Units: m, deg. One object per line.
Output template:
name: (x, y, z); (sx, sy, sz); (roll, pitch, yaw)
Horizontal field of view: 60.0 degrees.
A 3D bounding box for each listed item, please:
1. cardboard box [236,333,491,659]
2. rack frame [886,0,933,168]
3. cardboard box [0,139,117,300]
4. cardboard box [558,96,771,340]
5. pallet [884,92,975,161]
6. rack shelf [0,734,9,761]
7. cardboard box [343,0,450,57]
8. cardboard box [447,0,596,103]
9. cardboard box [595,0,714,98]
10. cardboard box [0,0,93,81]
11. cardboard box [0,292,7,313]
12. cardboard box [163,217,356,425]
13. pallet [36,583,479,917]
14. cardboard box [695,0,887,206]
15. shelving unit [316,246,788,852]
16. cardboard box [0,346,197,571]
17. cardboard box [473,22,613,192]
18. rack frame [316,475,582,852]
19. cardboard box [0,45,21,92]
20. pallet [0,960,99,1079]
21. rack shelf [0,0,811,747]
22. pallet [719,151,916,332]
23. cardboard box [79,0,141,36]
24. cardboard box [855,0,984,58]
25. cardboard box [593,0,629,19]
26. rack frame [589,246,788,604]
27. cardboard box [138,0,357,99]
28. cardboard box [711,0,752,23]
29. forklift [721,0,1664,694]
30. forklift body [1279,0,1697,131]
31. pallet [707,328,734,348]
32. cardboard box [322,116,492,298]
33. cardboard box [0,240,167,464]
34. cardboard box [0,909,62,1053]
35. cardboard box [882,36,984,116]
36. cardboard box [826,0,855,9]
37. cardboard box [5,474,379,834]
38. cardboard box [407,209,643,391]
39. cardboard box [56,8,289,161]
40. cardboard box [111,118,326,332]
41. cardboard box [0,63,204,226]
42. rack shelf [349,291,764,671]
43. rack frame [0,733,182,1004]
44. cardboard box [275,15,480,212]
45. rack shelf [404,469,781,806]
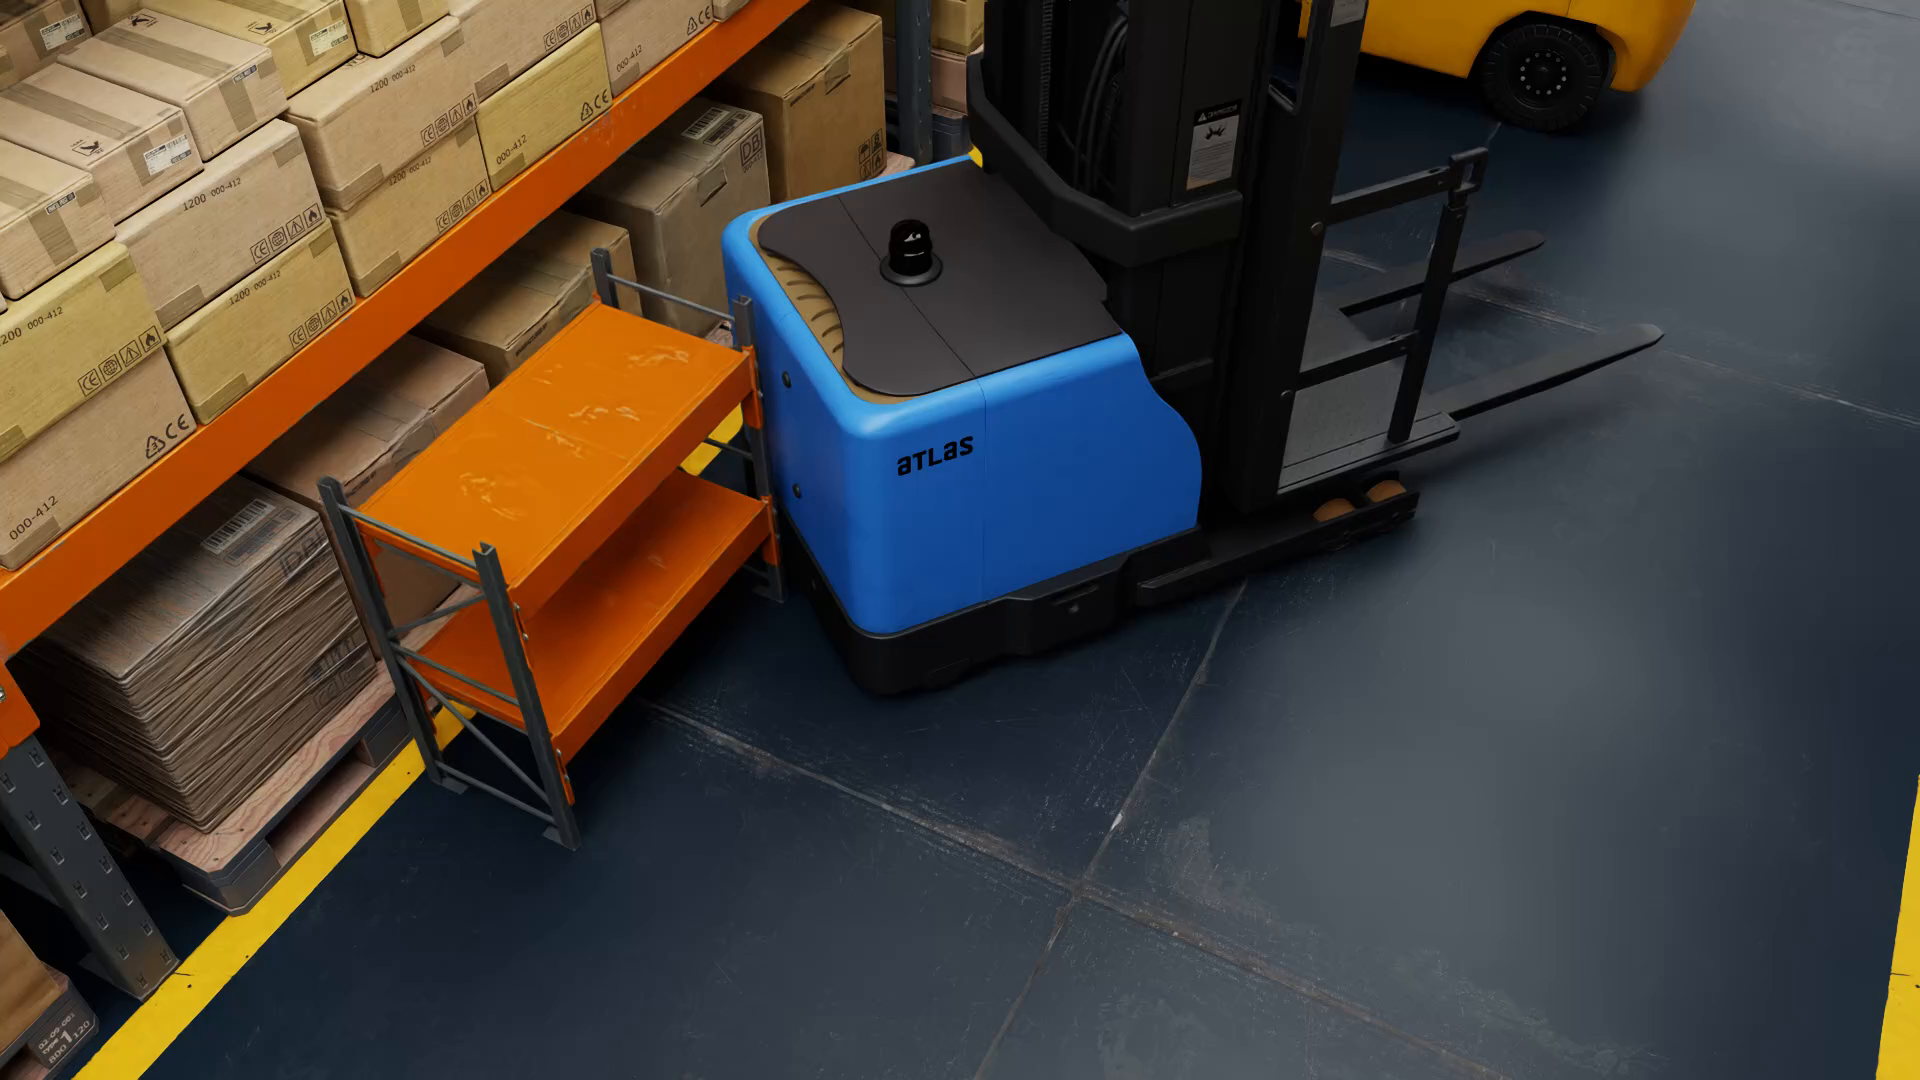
cardboard box: (-1.836, -0.227, 4.740); (0.875, 0.625, 0.625); (22, 49, 20)
rack frame: (-0.577, -2.632, 5.742); (1.000, 3.000, 0.127); (20, 49, 19)
cardboard box: (-1.902, -0.647, 3.254); (0.380, 0.149, 0.250); (21, 49, 20)
cardboard box: (-1.176, -1.126, 5.628); (0.875, 0.625, 0.625); (20, 49, 19)
pallet: (-0.171, -2.139, 7.215); (1.003, 0.211, 1.213); (20, 49, 19)
rack shelf: (-3.362, 1.401, 2.262); (1.077, 0.370, 4.000); (20, 49, 19)
cardboard box: (-1.435, -1.295, 3.894); (0.380, 0.149, 0.250); (21, 49, 20)
cardboard box: (-1.304, -1.403, 4.281); (0.500, 0.250, 0.500); (21, 49, 20)
cardboard box: (-1.065, -1.554, 4.782); (0.500, 0.250, 0.500); (21, 49, 19)
cardboard box: (-2.213, -1.169, 3.770); (0.380, 0.149, 0.250); (20, 49, 18)
cardboard box: (-2.025, -0.478, 3.087); (0.380, 0.149, 0.250); (22, 49, 20)
cardboard box: (-1.774, -0.573, 3.813); (0.500, 0.250, 0.500); (19, 48, 18)
pallet: (-2.017, 0.363, 4.743); (1.003, 0.211, 1.213); (20, 49, 19)
cardboard box: (-0.809, -1.612, 6.109); (0.875, 0.625, 0.625); (23, 50, 21)
shelving unit: (-0.998, 0.022, 4.432); (0.538, 1.125, 1.048); (21, 49, 20)
cardboard box: (-2.011, -0.258, 3.501); (0.500, 0.250, 0.500); (21, 49, 19)
cardboard box: (-1.298, -1.226, 4.458); (0.500, 0.250, 0.500); (22, 49, 20)
rack frame: (-1.240, 0.339, 4.118); (0.500, 1.125, 0.032); (21, 49, 20)
cardboard box: (-2.265, -0.991, 3.594); (0.380, 0.149, 0.250); (20, 49, 19)
pallet: (-2.814, 1.326, 3.791); (1.003, 0.211, 1.213); (20, 49, 19)
rack shelf: (-1.505, -1.119, 4.752); (1.077, 0.370, 4.000); (20, 49, 19)
pallet: (-0.885, -1.174, 6.262); (1.003, 0.211, 1.213); (20, 49, 19)
cardboard box: (-2.023, -1.308, 3.907); (0.380, 0.149, 0.250); (20, 49, 19)
cardboard box: (-0.079, -2.191, 6.593); (0.500, 0.250, 0.500); (20, 49, 19)
cardboard box: (-1.053, -1.714, 4.589); (0.500, 0.250, 0.500); (21, 49, 20)
rack frame: (-0.755, -0.295, 4.747); (0.500, 1.125, 0.032); (21, 49, 20)
cardboard box: (-1.605, -1.154, 3.756); (0.380, 0.149, 0.250); (21, 49, 19)
cardboard box: (-0.808, -1.856, 5.081); (0.500, 0.250, 0.500); (20, 49, 19)
forklift: (0.876, -1.318, 4.492); (3.031, 2.935, 1.130); (-19, 48, -18)
forklift body: (2.015, -3.056, 6.758); (2.313, 2.155, 1.214); (20, 49, 19)
pallet: (-1.450, -0.403, 5.500); (1.003, 0.211, 1.213); (20, 49, 19)
cardboard box: (-1.541, -0.900, 4.136); (0.500, 0.250, 0.500); (19, 48, 18)
cardboard box: (-1.989, -0.425, 3.315); (0.500, 0.250, 0.500); (20, 49, 19)
cardboard box: (-2.440, 0.957, 3.658); (0.500, 0.500, 0.500); (22, 49, 20)
cardboard box: (-0.059, -2.008, 6.764); (0.500, 0.250, 0.500); (21, 49, 19)
cardboard box: (-0.533, -2.363, 6.763); (0.500, 0.250, 0.500); (19, 48, 18)
cardboard box: (-2.132, 0.187, 4.330); (0.875, 0.625, 0.625); (22, 49, 20)
cardboard box: (-1.524, -0.651, 5.159); (0.875, 0.625, 0.625); (19, 48, 17)
cardboard box: (-1.696, -0.986, 3.589); (0.380, 0.149, 0.250); (21, 49, 19)
cardboard box: (-1.778, -0.749, 3.635); (0.500, 0.250, 0.500); (22, 49, 20)
cardboard box: (-1.806, -0.817, 3.422); (0.380, 0.149, 0.250); (22, 49, 20)
rack shelf: (-1.000, -0.185, 4.225); (0.538, 0.278, 1.000); (21, 49, 20)
rack frame: (-2.434, -0.112, 3.251); (1.000, 3.000, 0.127); (20, 49, 19)
cardboard box: (-1.519, -1.072, 3.955); (0.500, 0.250, 0.500); (19, 48, 18)
rack shelf: (-0.996, 0.195, 4.605); (0.538, 0.278, 1.000); (21, 49, 20)
